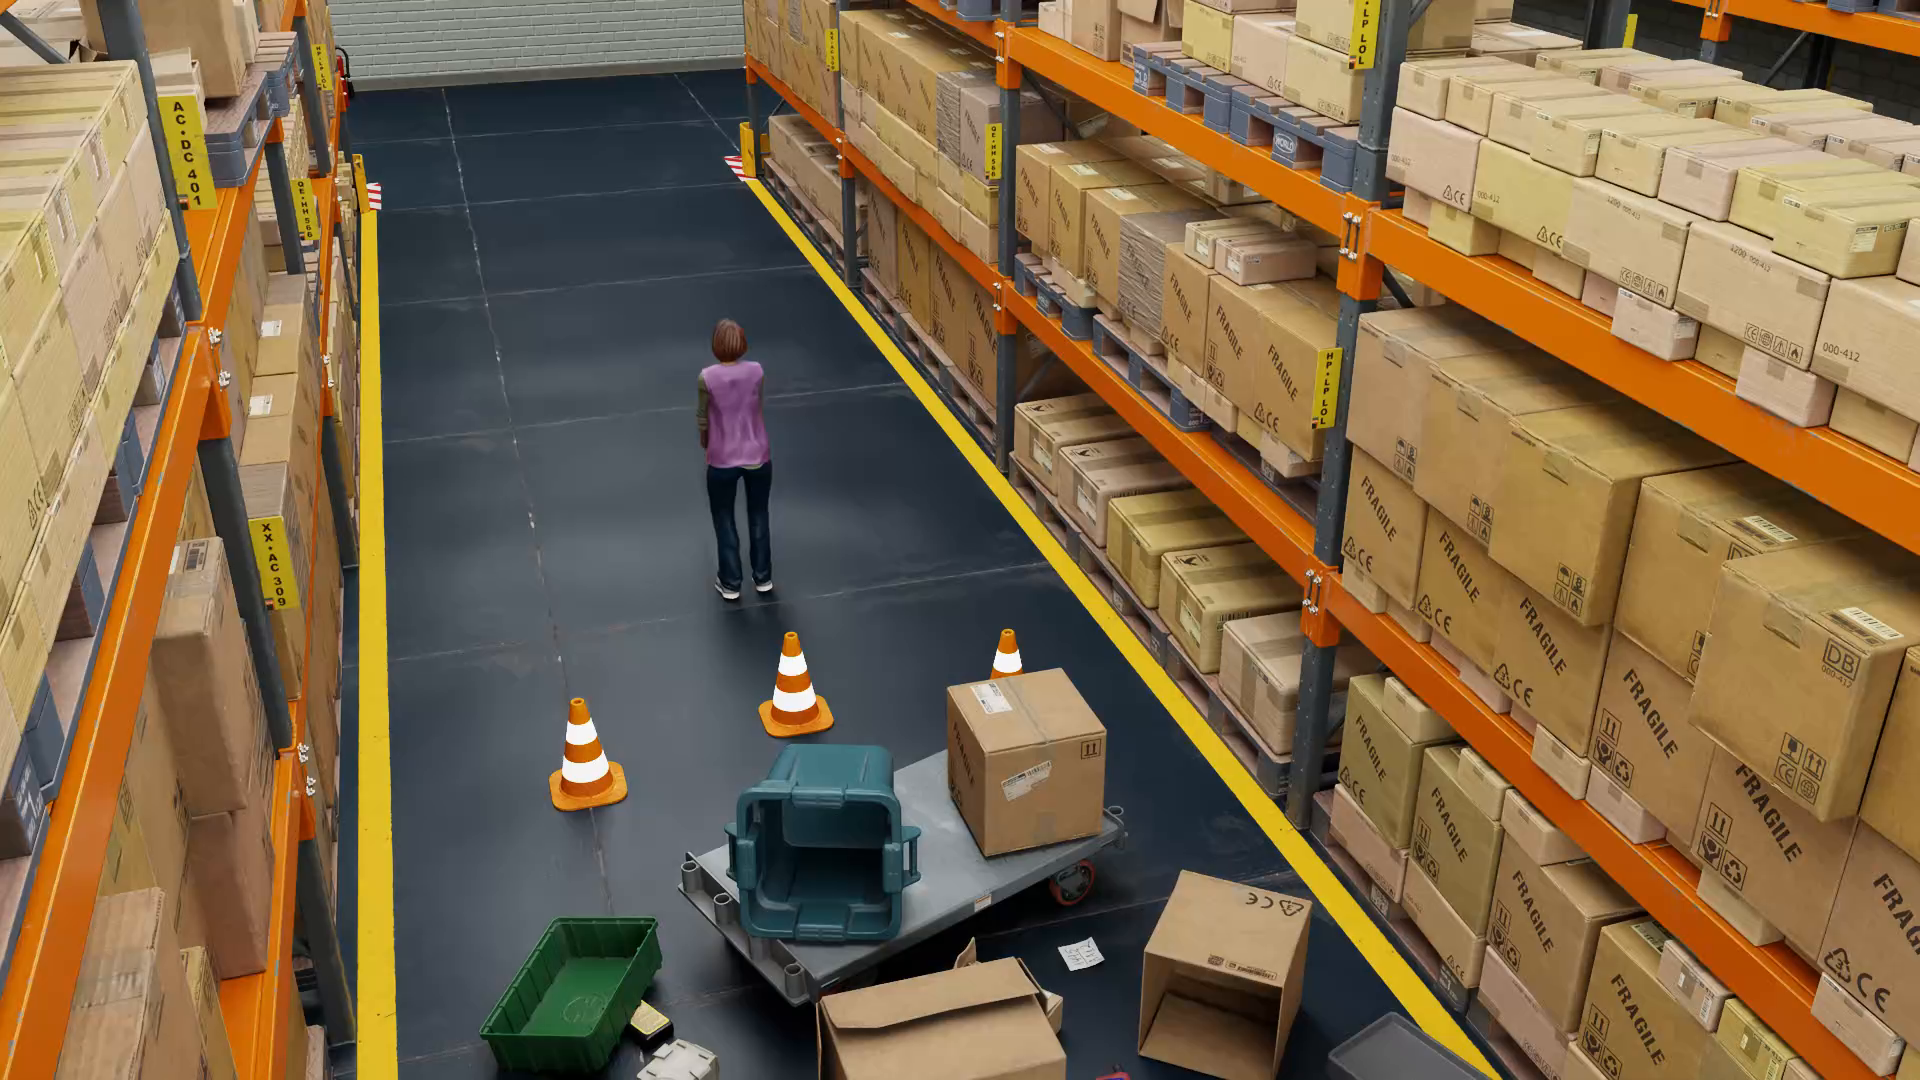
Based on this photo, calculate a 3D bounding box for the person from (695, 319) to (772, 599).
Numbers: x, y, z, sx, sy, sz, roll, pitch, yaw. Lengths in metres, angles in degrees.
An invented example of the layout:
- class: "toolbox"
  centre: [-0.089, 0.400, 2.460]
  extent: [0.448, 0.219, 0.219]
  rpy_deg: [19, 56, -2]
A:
- class: "person"
  centre: [-1.227, -0.461, 9.047]
  extent: [0.375, 1.599, 0.504]
  rpy_deg: [-9, 28, -17]
